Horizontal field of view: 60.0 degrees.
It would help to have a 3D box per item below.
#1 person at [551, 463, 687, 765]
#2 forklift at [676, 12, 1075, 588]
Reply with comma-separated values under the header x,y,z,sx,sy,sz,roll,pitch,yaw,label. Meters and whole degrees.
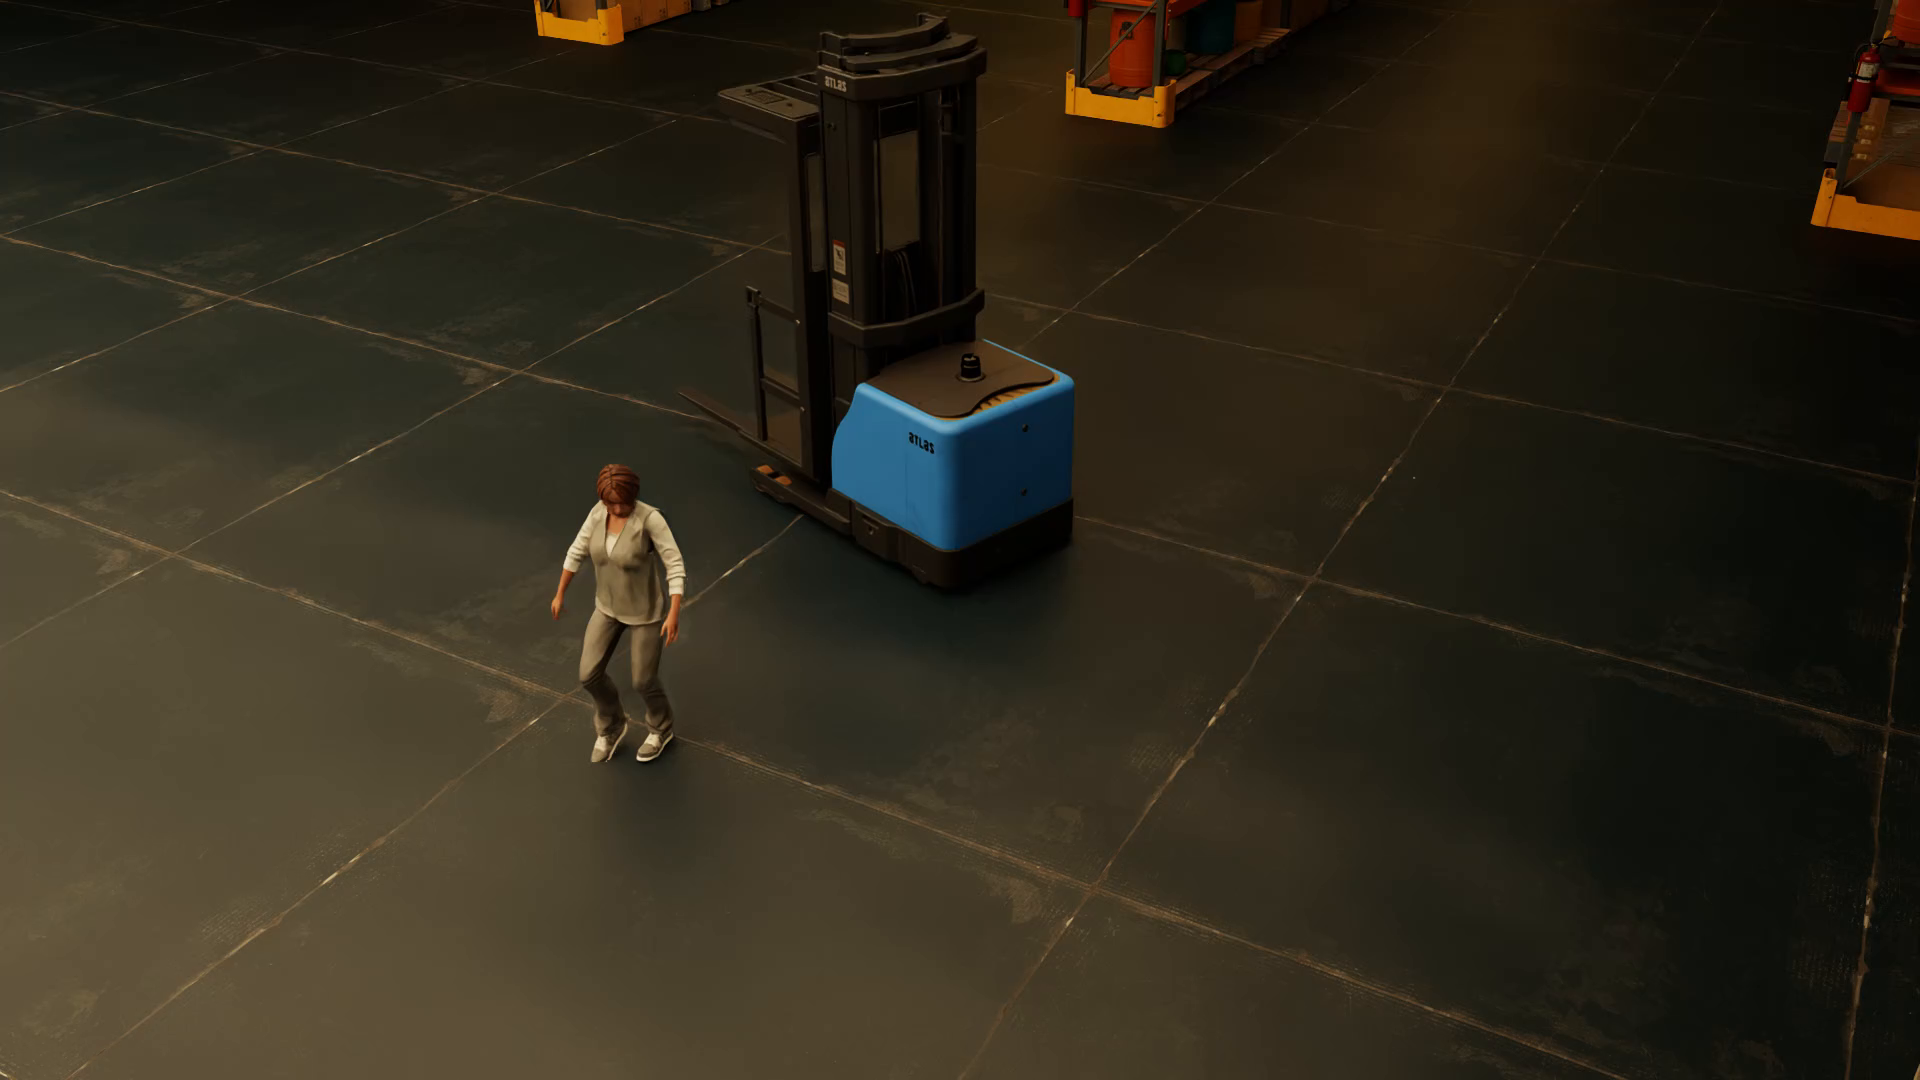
x,y,z,sx,sy,sz,roll,pitch,yaw,label
-1.561,0.383,7.805,0.774,1.597,0.422,14,33,22,person
-0.683,-1.652,9.933,1.130,2.935,3.031,-24,38,-35,forklift
